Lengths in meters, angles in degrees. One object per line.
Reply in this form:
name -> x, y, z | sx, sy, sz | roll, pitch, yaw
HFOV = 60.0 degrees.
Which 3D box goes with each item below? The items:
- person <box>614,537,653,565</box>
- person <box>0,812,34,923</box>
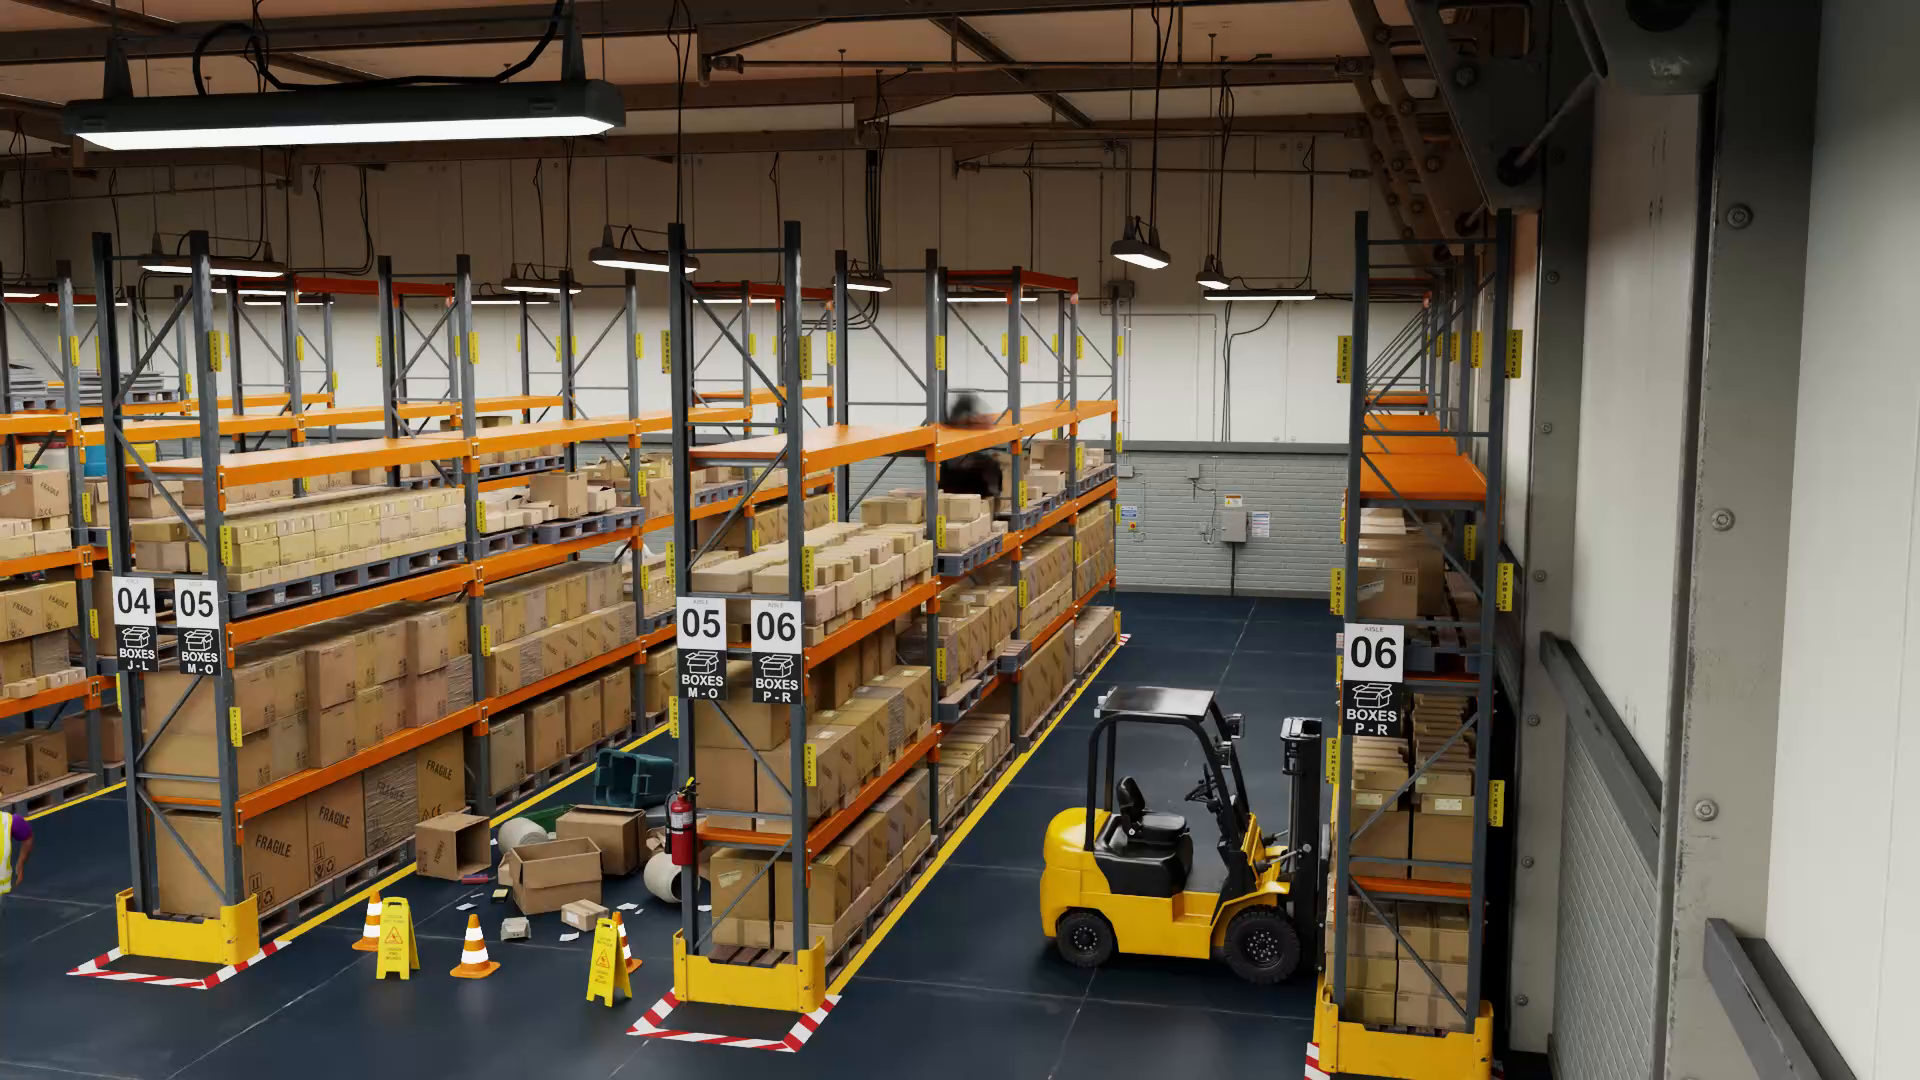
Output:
person -> -5.862, 0.671, 30.049 | 0.769, 1.676, 0.652 | -1, 7, -4
person -> -7.546, 2.743, 12.847 | 0.706, 1.796, 0.810 | -3, 8, -25
